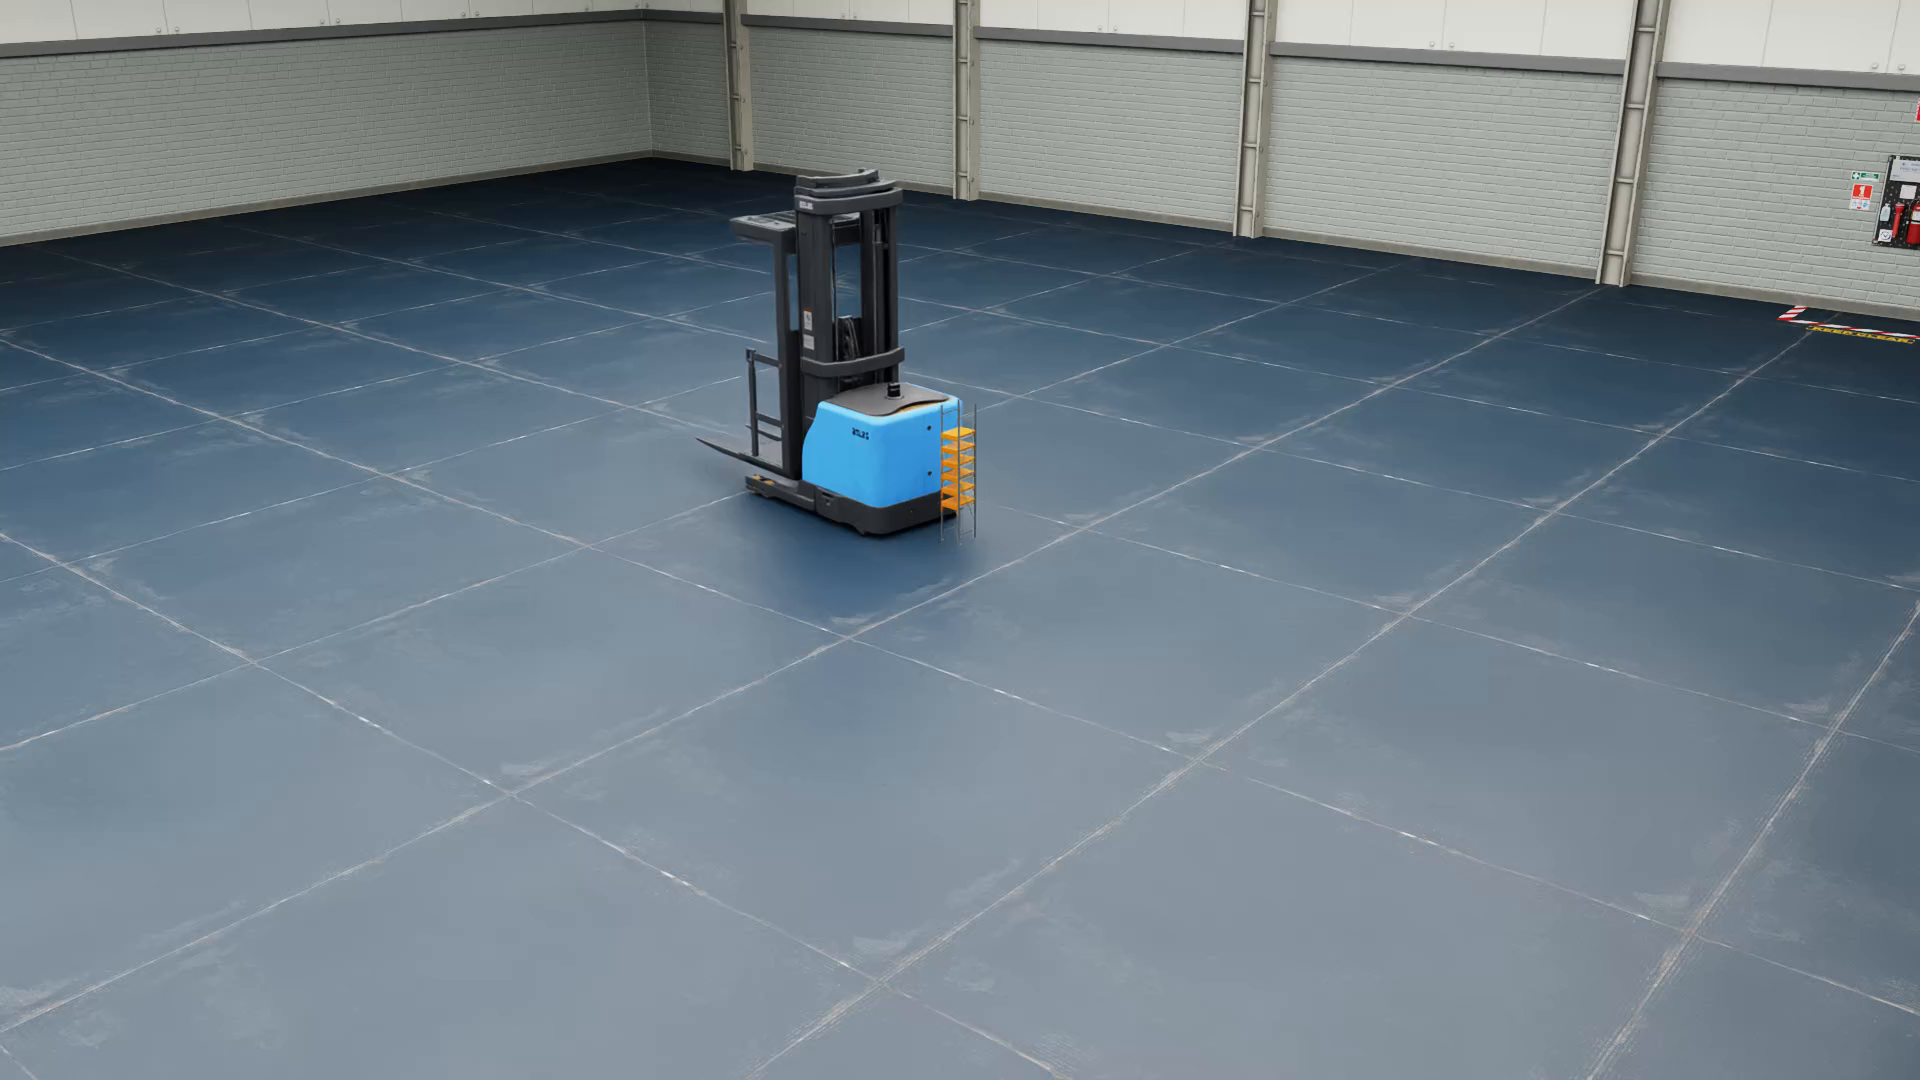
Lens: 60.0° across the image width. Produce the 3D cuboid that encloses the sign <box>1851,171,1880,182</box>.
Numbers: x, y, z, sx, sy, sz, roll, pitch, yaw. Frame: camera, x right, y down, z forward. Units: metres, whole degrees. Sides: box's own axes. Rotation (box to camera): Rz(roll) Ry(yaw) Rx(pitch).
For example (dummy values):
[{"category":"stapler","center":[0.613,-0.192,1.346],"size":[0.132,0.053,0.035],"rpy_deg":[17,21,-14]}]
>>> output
[{"category":"sign","center":[11.808,-4.740,21.688],"size":[0.331,0.109,0.001],"rpy_deg":[16,26,36]}]

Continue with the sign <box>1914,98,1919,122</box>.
[{"category":"sign","center":[12.230,-5.441,21.063],"size":[0.199,0.298,0.001],"rpy_deg":[16,26,36]}]

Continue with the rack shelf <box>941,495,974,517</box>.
[{"category":"rack shelf","center":[-0.011,-0.298,14.068],"size":[0.180,0.103,0.258],"rpy_deg":[16,26,36]}]

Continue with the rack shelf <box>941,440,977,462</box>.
[{"category":"rack shelf","center":[-0.011,-0.748,13.898],"size":[0.180,0.103,0.258],"rpy_deg":[16,26,36]}]

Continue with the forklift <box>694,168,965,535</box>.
[{"category":"forklift","center":[-1.323,-1.855,14.936],"size":[1.130,2.935,3.031],"rpy_deg":[-18,27,-39]}]

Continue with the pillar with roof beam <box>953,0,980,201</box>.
[{"category":"pillar with roof beam","center":[-2.604,-9.412,26.376],"size":[0.400,9.000,9.100],"rpy_deg":[16,26,36]}]

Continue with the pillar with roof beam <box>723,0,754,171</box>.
[{"category":"pillar with roof beam","center":[-7.252,-10.751,29.925],"size":[0.400,9.000,9.100],"rpy_deg":[16,26,36]}]

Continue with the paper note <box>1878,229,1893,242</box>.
[{"category":"paper note","center":[12.079,-3.974,21.706],"size":[0.142,0.148,0.016],"rpy_deg":[16,26,36]}]

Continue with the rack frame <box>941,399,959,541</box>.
[{"category":"rack frame","center":[-0.082,-0.585,14.021],"size":[0.006,1.200,0.240],"rpy_deg":[16,26,36]}]

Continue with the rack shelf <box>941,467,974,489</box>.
[{"category":"rack shelf","center":[-0.011,-0.523,13.983],"size":[0.180,0.103,0.258],"rpy_deg":[16,26,36]}]

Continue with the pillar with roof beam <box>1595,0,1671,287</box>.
[{"category":"pillar with roof beam","center":[6.693,-6.735,19.276],"size":[0.400,9.000,9.100],"rpy_deg":[16,26,36]}]

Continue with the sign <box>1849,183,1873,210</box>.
[{"category":"sign","center":[11.810,-4.496,21.791],"size":[0.234,0.329,0.001],"rpy_deg":[16,26,36]}]

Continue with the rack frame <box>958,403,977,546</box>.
[{"category":"rack frame","center":[0.060,-0.544,13.913],"size":[0.006,1.200,0.240],"rpy_deg":[16,26,36]}]

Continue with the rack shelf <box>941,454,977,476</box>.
[{"category":"rack shelf","center":[-0.011,-0.635,13.941],"size":[0.180,0.103,0.258],"rpy_deg":[16,26,36]}]

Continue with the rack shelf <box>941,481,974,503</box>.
[{"category":"rack shelf","center":[-0.011,-0.411,14.025],"size":[0.180,0.103,0.258],"rpy_deg":[16,26,36]}]

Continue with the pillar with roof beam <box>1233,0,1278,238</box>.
[{"category":"pillar with roof beam","center":[2.044,-8.073,22.826],"size":[0.400,9.000,9.100],"rpy_deg":[16,26,36]}]

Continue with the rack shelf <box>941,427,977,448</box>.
[{"category":"rack shelf","center":[-0.011,-0.860,13.856],"size":[0.180,0.103,0.258],"rpy_deg":[16,26,36]}]

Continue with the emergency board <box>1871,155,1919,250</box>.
[{"category":"emergency board","center":[12.173,-4.328,21.395],"size":[0.643,1.169,0.194],"rpy_deg":[16,26,36]}]

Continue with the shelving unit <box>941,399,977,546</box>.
[{"category":"shelving unit","center":[-0.011,-0.565,13.967],"size":[0.189,1.200,0.258],"rpy_deg":[16,26,36]}]
